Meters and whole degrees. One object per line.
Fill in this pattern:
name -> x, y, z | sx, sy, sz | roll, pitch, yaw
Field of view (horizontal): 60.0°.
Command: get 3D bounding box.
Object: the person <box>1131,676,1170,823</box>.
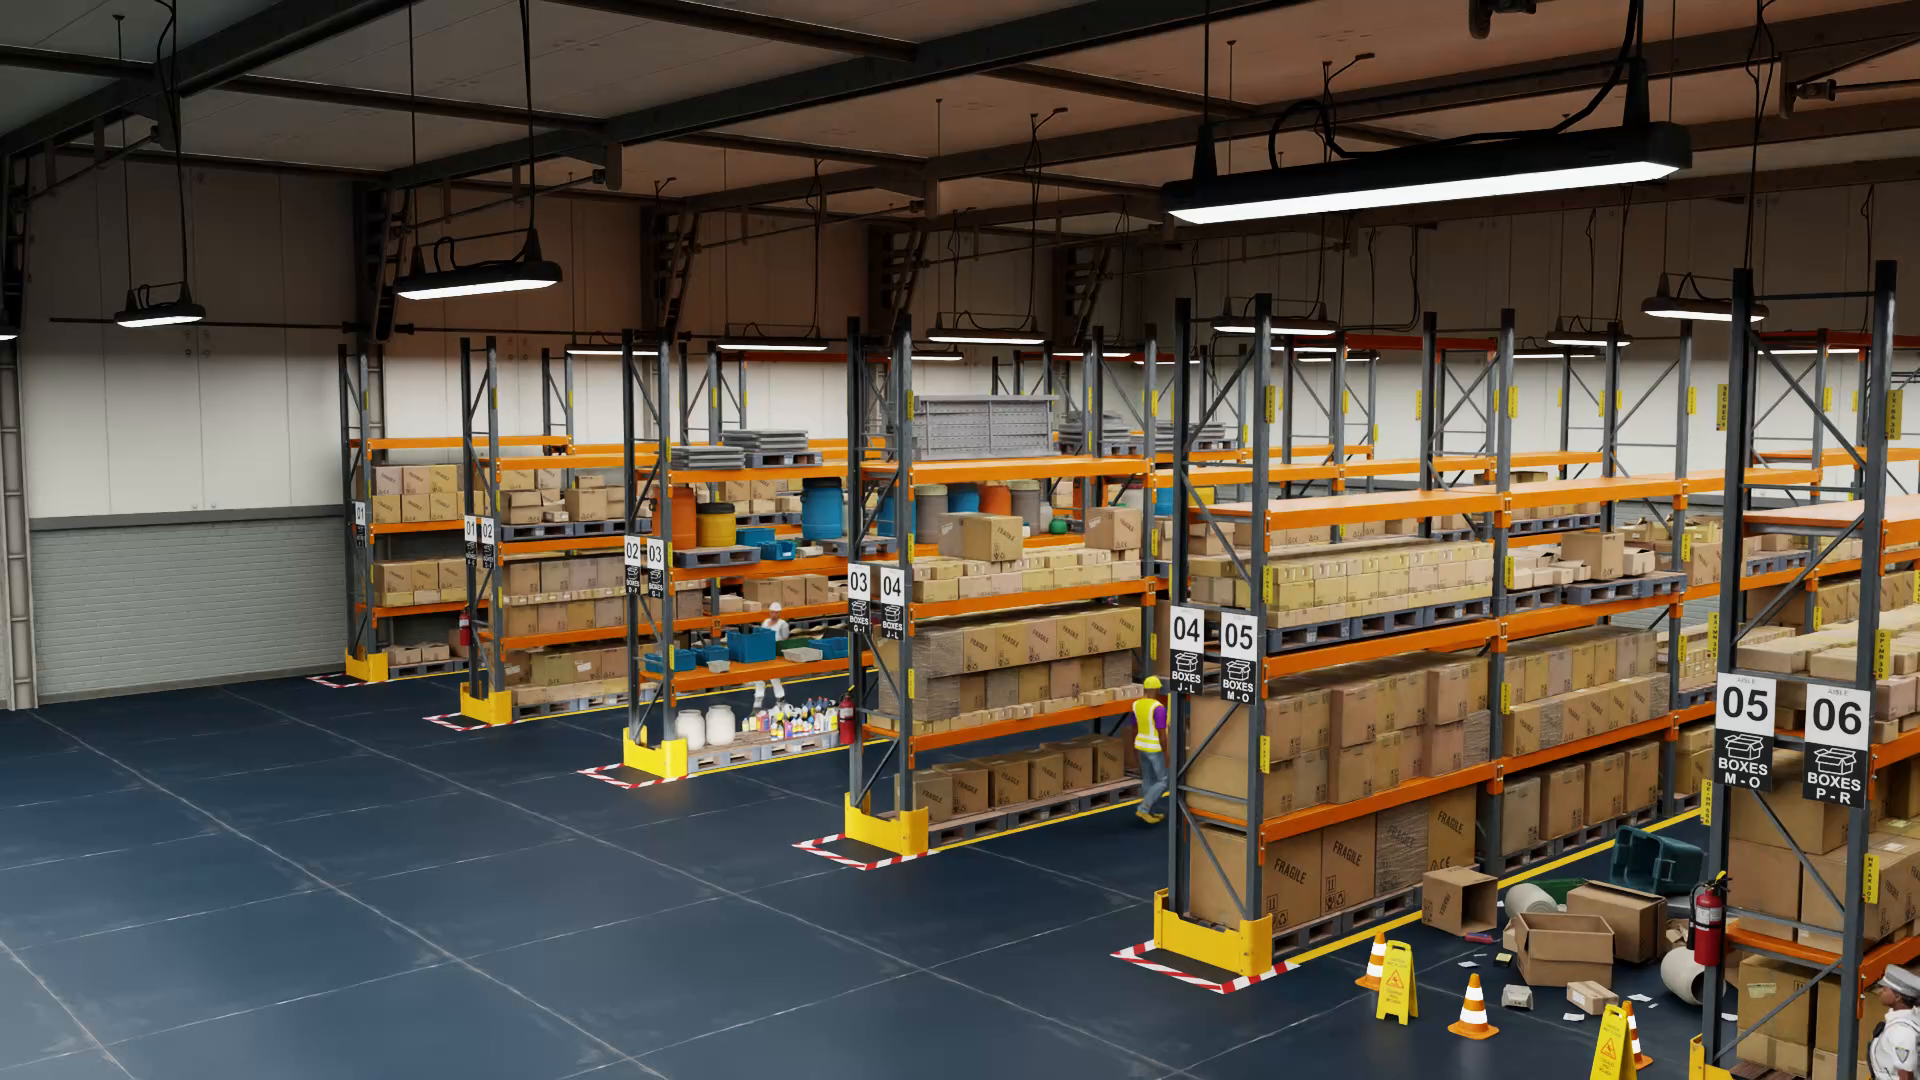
person -> 2.261, 2.516, 19.878 | 0.547, 1.763, 0.595 | -4, 6, -34

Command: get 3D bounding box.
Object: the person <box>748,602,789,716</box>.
person -> -3.073, 1.908, 26.530 | 0.561, 1.804, 0.671 | 2, 6, 26

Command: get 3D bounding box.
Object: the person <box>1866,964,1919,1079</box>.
person -> 5.784, 3.420, 10.089 | 0.760, 1.658, 0.436 | 3, 6, 28
